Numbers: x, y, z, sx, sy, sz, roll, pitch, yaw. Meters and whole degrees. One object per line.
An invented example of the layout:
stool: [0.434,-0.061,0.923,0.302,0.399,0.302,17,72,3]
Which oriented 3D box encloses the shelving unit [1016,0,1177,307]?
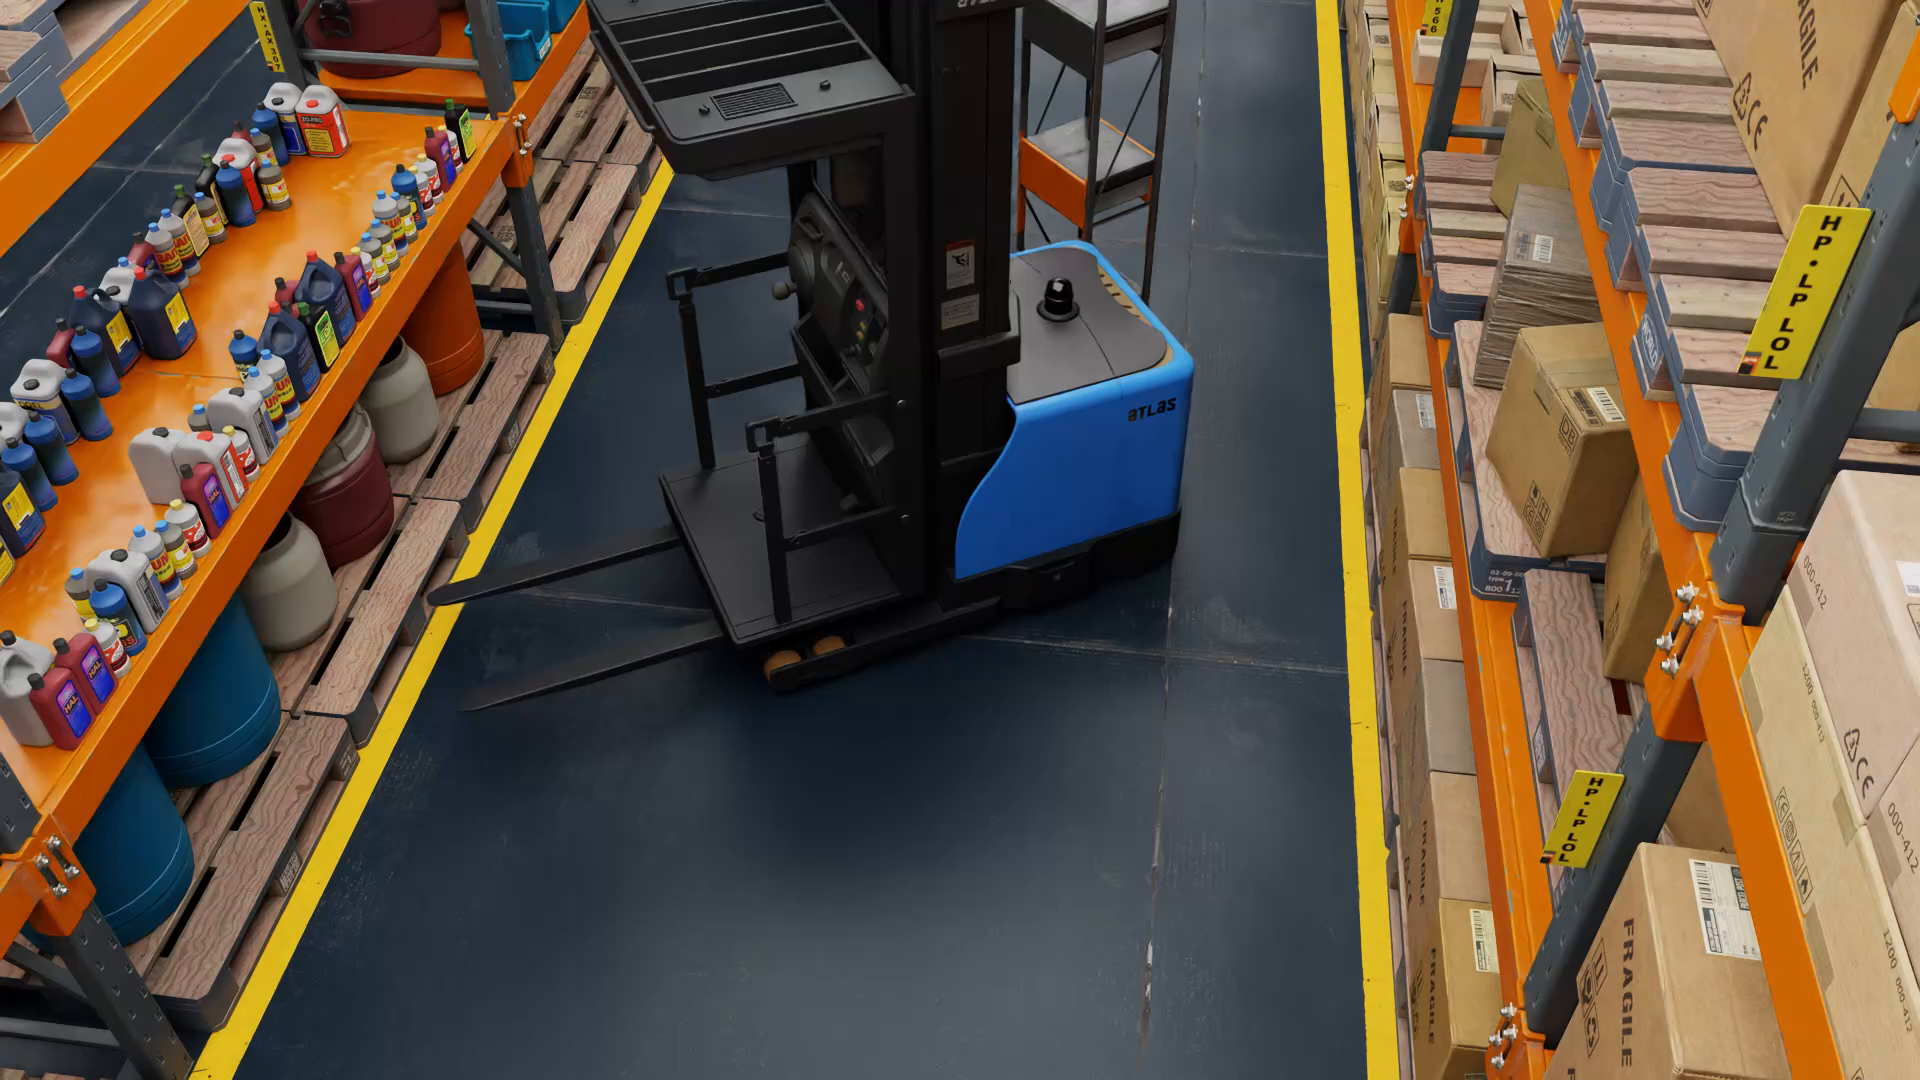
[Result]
shelving unit: [0.566,-1.553,7.385,0.431,2.100,0.503,-25,49,-24]

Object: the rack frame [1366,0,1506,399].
rack frame: [2.425,-1.649,6.833,1.000,3.000,0.127,5,44,6]

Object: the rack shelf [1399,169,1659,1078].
rack shelf: [2.161,-0.025,5.640,1.077,0.370,4.000,5,44,6]

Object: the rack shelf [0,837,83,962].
rack shelf: [-3.278,2.248,3.239,1.077,0.370,4.000,5,44,6]

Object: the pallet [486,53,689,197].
pallet: [-2.180,-2.443,9.699,1.003,0.211,1.213,5,44,6]

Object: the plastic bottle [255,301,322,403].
plastic bottle: [-2.371,-0.669,5.833,0.144,0.351,0.185,5,44,6]

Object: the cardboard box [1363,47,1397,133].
cardboard box: [2.450,-2.426,8.940,0.500,0.311,0.500,6,44,7]

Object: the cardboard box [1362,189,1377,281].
cardboard box: [2.317,-1.536,8.407,0.500,0.250,0.500,5,44,5]

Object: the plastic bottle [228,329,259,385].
plastic bottle: [-2.496,-0.622,5.841,0.097,0.271,0.097,0,43,0]

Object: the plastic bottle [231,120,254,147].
plastic bottle: [-2.951,-1.574,6.838,0.061,0.283,0.133,5,44,6]

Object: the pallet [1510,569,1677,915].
pallet: [2.110,0.612,4.584,1.003,0.211,1.213,5,44,6]

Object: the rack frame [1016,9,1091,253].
rack frame: [0.428,-1.691,7.531,0.400,2.100,0.015,-25,49,-24]

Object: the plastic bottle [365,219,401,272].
plastic bottle: [-2.243,-1.150,6.449,0.097,0.201,0.097,0,43,0]

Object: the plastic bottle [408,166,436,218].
plastic bottle: [-2.192,-1.415,6.729,0.097,0.201,0.097,0,43,0]

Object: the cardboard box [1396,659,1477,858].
cardboard box: [1.818,0.784,5.760,0.500,0.500,0.500,6,44,6]

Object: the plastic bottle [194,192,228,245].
plastic bottle: [-2.983,-1.282,6.589,0.097,0.201,0.097,0,43,0]

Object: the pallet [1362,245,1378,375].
pallet: [2.572,-1.194,8.380,1.003,0.211,1.213,5,44,6]

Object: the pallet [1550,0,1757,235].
pallet: [2.186,-1.089,4.196,1.213,0.211,1.003,5,44,6]

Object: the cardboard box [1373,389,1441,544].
cardboard box: [2.018,-0.260,6.863,0.500,0.500,0.500,4,44,4]

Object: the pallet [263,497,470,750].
pallet: [-2.711,0.281,6.822,1.003,0.211,1.213,5,44,6]

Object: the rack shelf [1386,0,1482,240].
rack shelf: [2.689,-2.751,8.519,1.077,0.370,4.000,5,44,6]

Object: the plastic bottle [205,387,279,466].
plastic bottle: [-2.421,-0.401,5.604,0.152,0.276,0.135,5,44,6]

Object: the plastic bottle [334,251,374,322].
plastic bottle: [-2.266,-0.966,6.196,0.061,0.283,0.133,5,44,6]

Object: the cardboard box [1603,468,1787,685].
cardboard box: [2.209,0.111,4.595,0.700,0.500,0.500,12,45,12]

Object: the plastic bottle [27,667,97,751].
plastic bottle: [-2.542,0.455,4.695,0.061,0.283,0.133,5,44,6]

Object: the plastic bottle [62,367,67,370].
plastic bottle: [-3.130,-0.526,5.791,0.097,0.201,0.097,0,43,0]

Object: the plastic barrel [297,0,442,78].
plastic barrel: [-2.723,-2.495,7.627,0.600,0.536,0.708,5,44,6]

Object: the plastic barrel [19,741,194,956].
plastic barrel: [-2.924,0.864,5.399,0.600,0.901,0.708,5,44,6]

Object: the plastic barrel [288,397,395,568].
plastic barrel: [-2.682,-0.274,6.829,0.600,0.588,0.708,5,44,6]

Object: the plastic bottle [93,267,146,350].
plastic bottle: [-3.045,-0.847,6.075,0.152,0.276,0.135,5,44,6]

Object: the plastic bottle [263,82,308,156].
plastic bottle: [-2.862,-1.792,7.073,0.152,0.276,0.135,5,44,6]

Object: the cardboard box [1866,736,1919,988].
cardboard box: [1.521,0.510,2.116,0.500,0.250,0.500,5,44,6]

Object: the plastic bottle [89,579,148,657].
plastic bottle: [-2.514,0.222,4.950,0.097,0.271,0.097,0,43,0]

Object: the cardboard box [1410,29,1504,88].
cardboard box: [2.270,-2.196,7.593,0.380,0.149,0.250,5,44,6]

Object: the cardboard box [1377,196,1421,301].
cardboard box: [2.250,-1.386,7.841,0.500,0.311,0.500,6,44,7]

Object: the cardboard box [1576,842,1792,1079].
cardboard box: [1.555,0.973,3.263,0.500,0.500,0.500,6,44,7]

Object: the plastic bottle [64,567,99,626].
plastic bottle: [-2.652,0.167,5.059,0.097,0.201,0.097,0,43,0]

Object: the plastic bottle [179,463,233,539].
plastic bottle: [-2.425,-0.150,5.334,0.061,0.283,0.133,5,44,6]

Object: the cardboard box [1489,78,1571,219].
cardboard box: [2.453,-1.399,6.190,0.700,0.500,0.500,-8,44,-9]

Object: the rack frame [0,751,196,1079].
rack frame: [-3.013,0.624,4.432,1.000,3.000,0.127,5,44,6]

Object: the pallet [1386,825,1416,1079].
pallet: [1.966,1.531,5.501,1.003,0.211,1.213,5,44,6]

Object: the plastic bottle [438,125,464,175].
plastic bottle: [-2.148,-1.639,6.966,0.097,0.201,0.097,0,43,0]

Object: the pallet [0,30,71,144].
pallet: [-3.006,-0.940,4.039,1.213,0.211,1.003,5,44,6]

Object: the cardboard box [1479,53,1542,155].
cardboard box: [2.516,-1.861,7.121,0.500,0.311,0.500,8,44,8]

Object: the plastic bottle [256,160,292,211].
plastic bottle: [-2.797,-1.451,6.767,0.097,0.201,0.097,0,43,0]

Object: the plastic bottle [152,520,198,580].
plastic bottle: [-2.471,0.023,5.211,0.097,0.201,0.097,0,43,0]

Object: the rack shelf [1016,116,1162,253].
rack shelf: [0.566,-1.543,7.395,0.431,0.518,0.480,-25,49,-24]

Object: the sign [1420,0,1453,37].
sign: [1.874,-2.118,6.485,0.100,0.325,0.005,5,44,6]

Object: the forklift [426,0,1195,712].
forklift: [-0.633,-0.878,6.068,3.031,2.935,1.130,-16,46,-17]

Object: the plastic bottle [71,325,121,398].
plastic bottle: [-3.052,-0.637,5.857,0.097,0.271,0.097,0,43,0]

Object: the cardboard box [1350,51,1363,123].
cardboard box: [2.520,-2.576,9.505,0.500,0.250,0.500,4,44,4]

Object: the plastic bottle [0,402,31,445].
plastic bottle: [-3.149,-0.313,5.512,0.152,0.276,0.135,5,44,6]

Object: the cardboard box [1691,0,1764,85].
cardboard box: [2.209,-1.484,4.025,0.600,0.600,0.600,4,44,4]

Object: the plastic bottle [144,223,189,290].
plastic bottle: [-3.027,-1.084,6.329,0.097,0.271,0.097,0,43,0]

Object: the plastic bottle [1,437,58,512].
plastic bottle: [-3.041,-0.221,5.418,0.097,0.271,0.097,0,43,0]
